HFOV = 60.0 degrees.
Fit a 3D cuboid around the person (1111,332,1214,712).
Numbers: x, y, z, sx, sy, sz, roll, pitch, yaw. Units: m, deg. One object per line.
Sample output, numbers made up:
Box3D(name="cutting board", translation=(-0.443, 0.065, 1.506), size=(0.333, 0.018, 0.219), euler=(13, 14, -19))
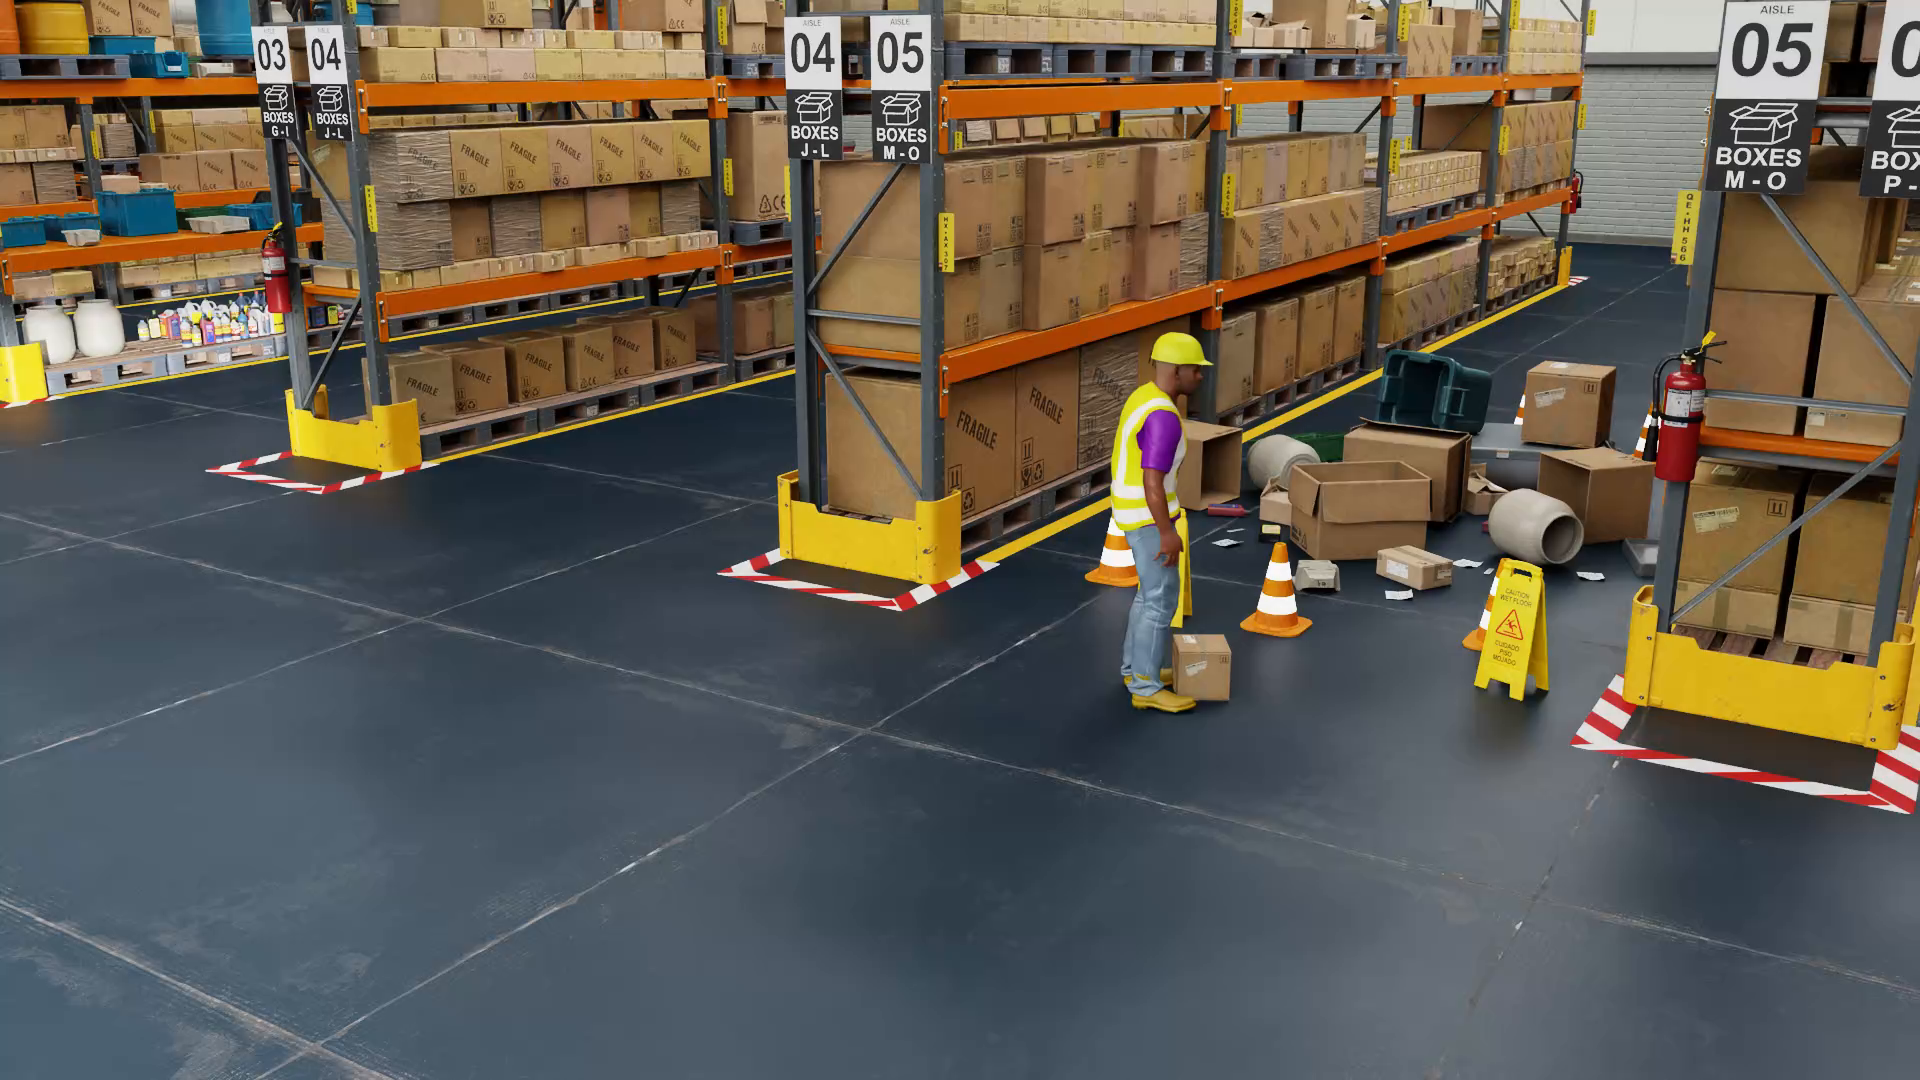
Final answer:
Box3D(name="person", translation=(0.939, -0.102, 7.851), size=(0.456, 1.761, 0.627), euler=(1, 16, 2))
